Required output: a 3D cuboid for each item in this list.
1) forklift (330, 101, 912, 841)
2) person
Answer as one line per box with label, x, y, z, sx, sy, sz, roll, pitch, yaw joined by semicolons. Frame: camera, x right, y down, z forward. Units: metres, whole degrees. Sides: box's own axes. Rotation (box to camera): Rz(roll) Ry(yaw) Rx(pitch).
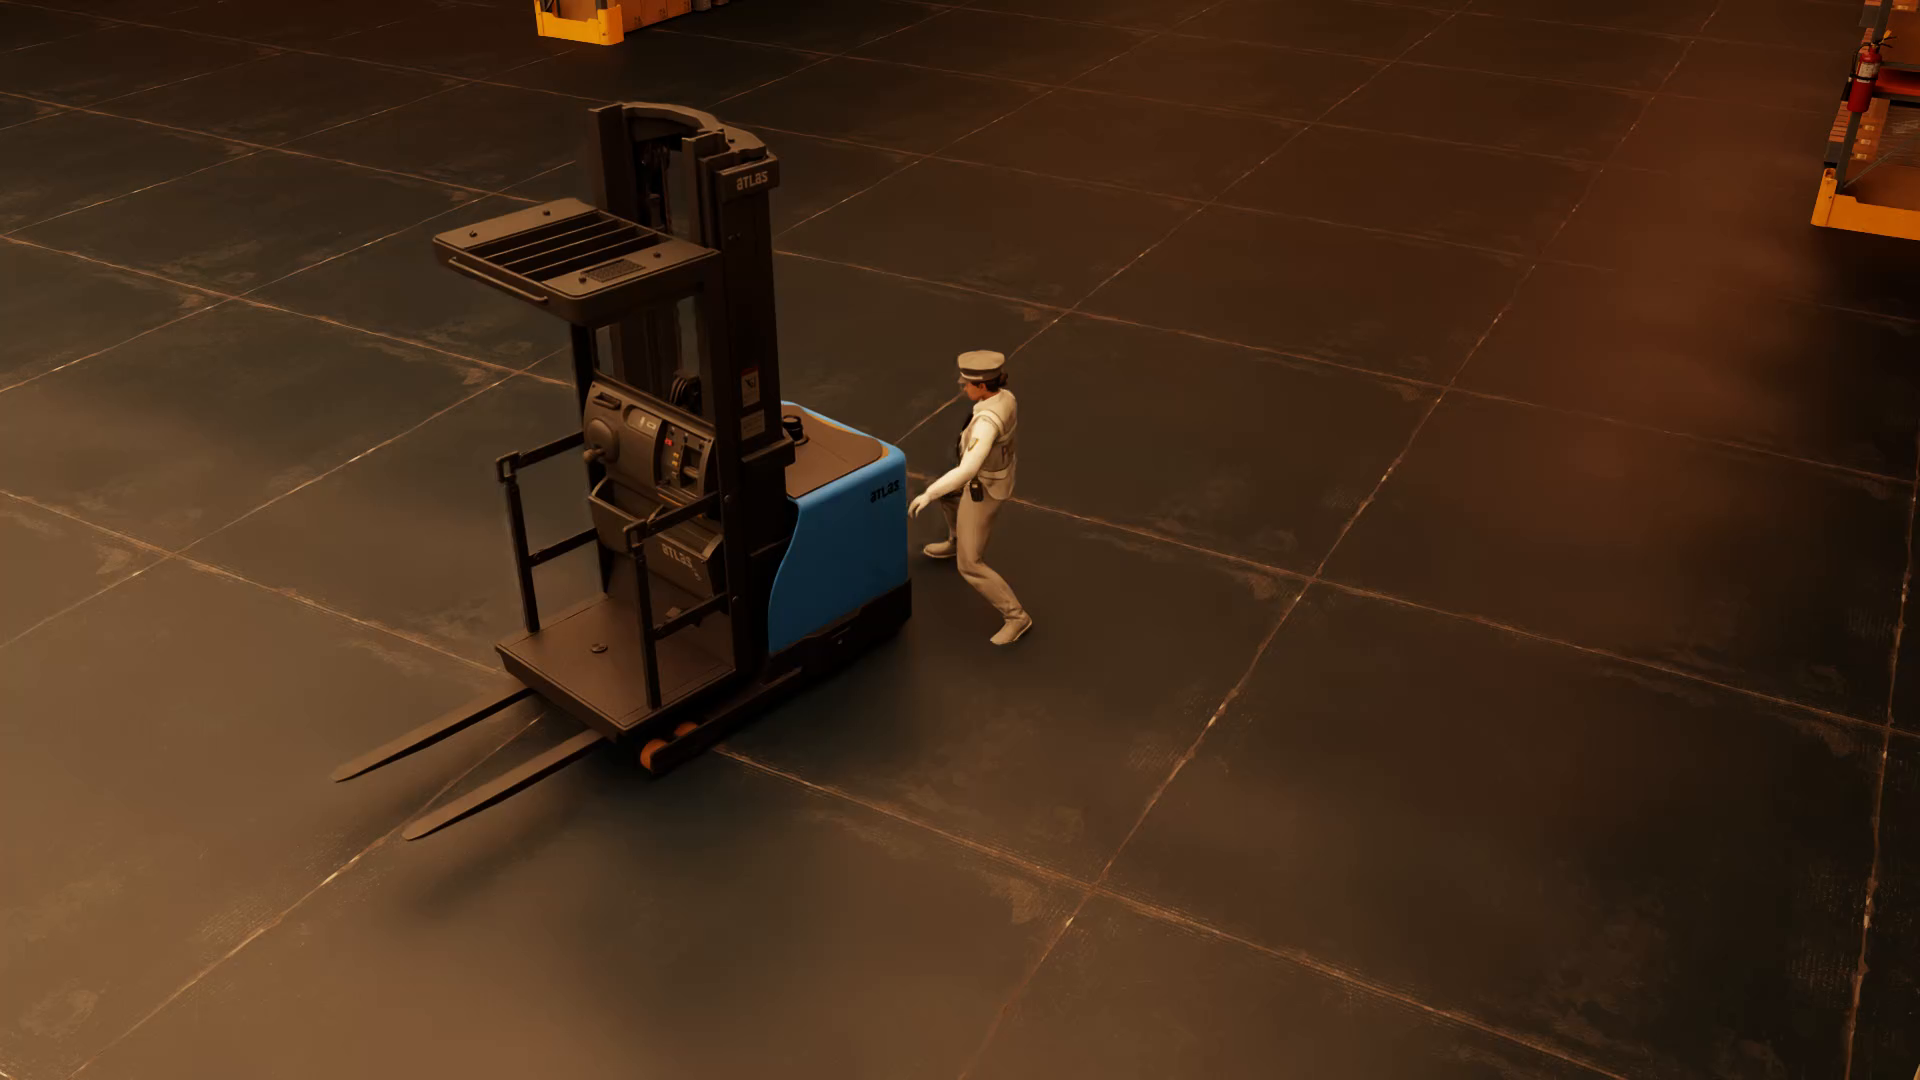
forklift;-1.635;-0.429;7.813;1.130;2.935;3.031;25;38;36
person;0.075;-0.298;9.053;0.774;1.537;0.899;8;31;13
